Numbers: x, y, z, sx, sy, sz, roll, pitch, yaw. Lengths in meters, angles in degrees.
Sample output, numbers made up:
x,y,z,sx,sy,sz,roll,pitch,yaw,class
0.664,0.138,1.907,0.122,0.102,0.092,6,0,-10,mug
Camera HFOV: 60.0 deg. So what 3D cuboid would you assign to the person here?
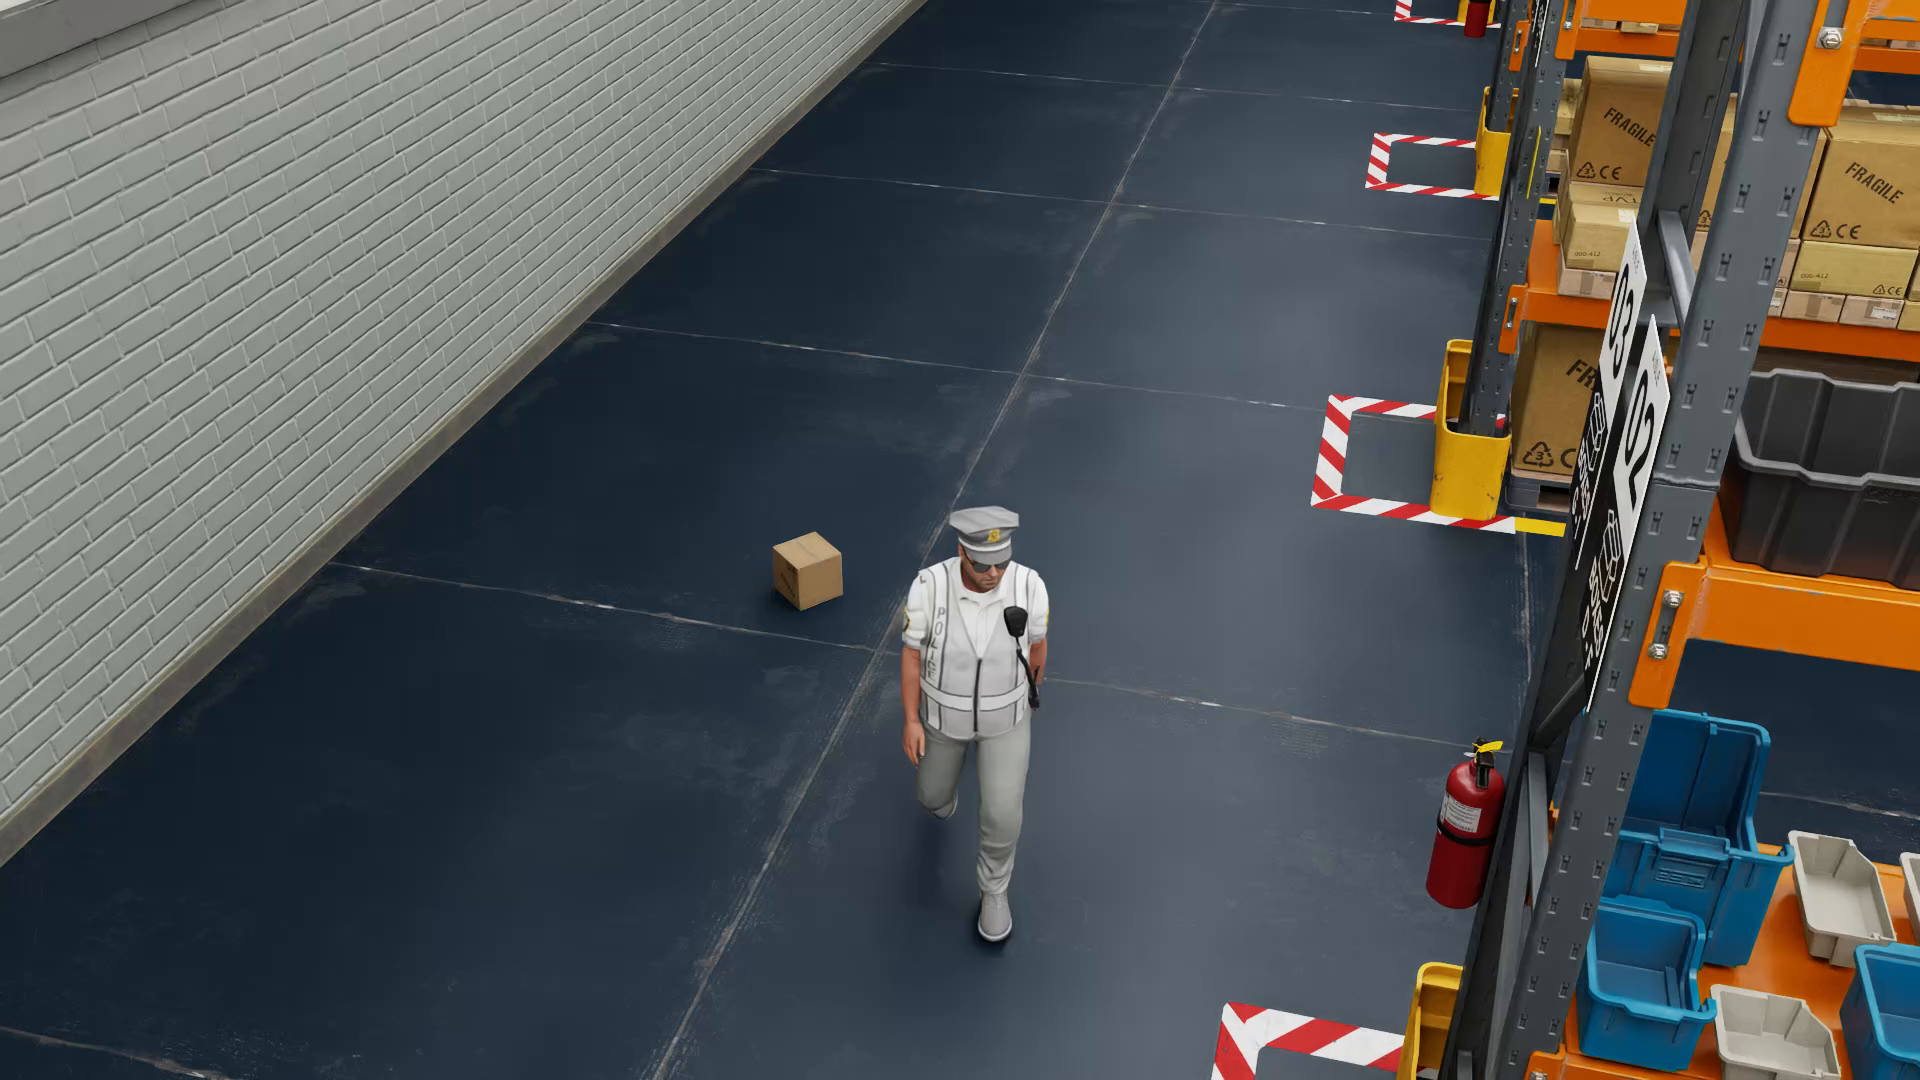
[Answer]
x,y,z,sx,sy,sz,roll,pitch,yaw,class
0.052,0.584,6.187,0.538,1.721,0.840,0,33,0,person
